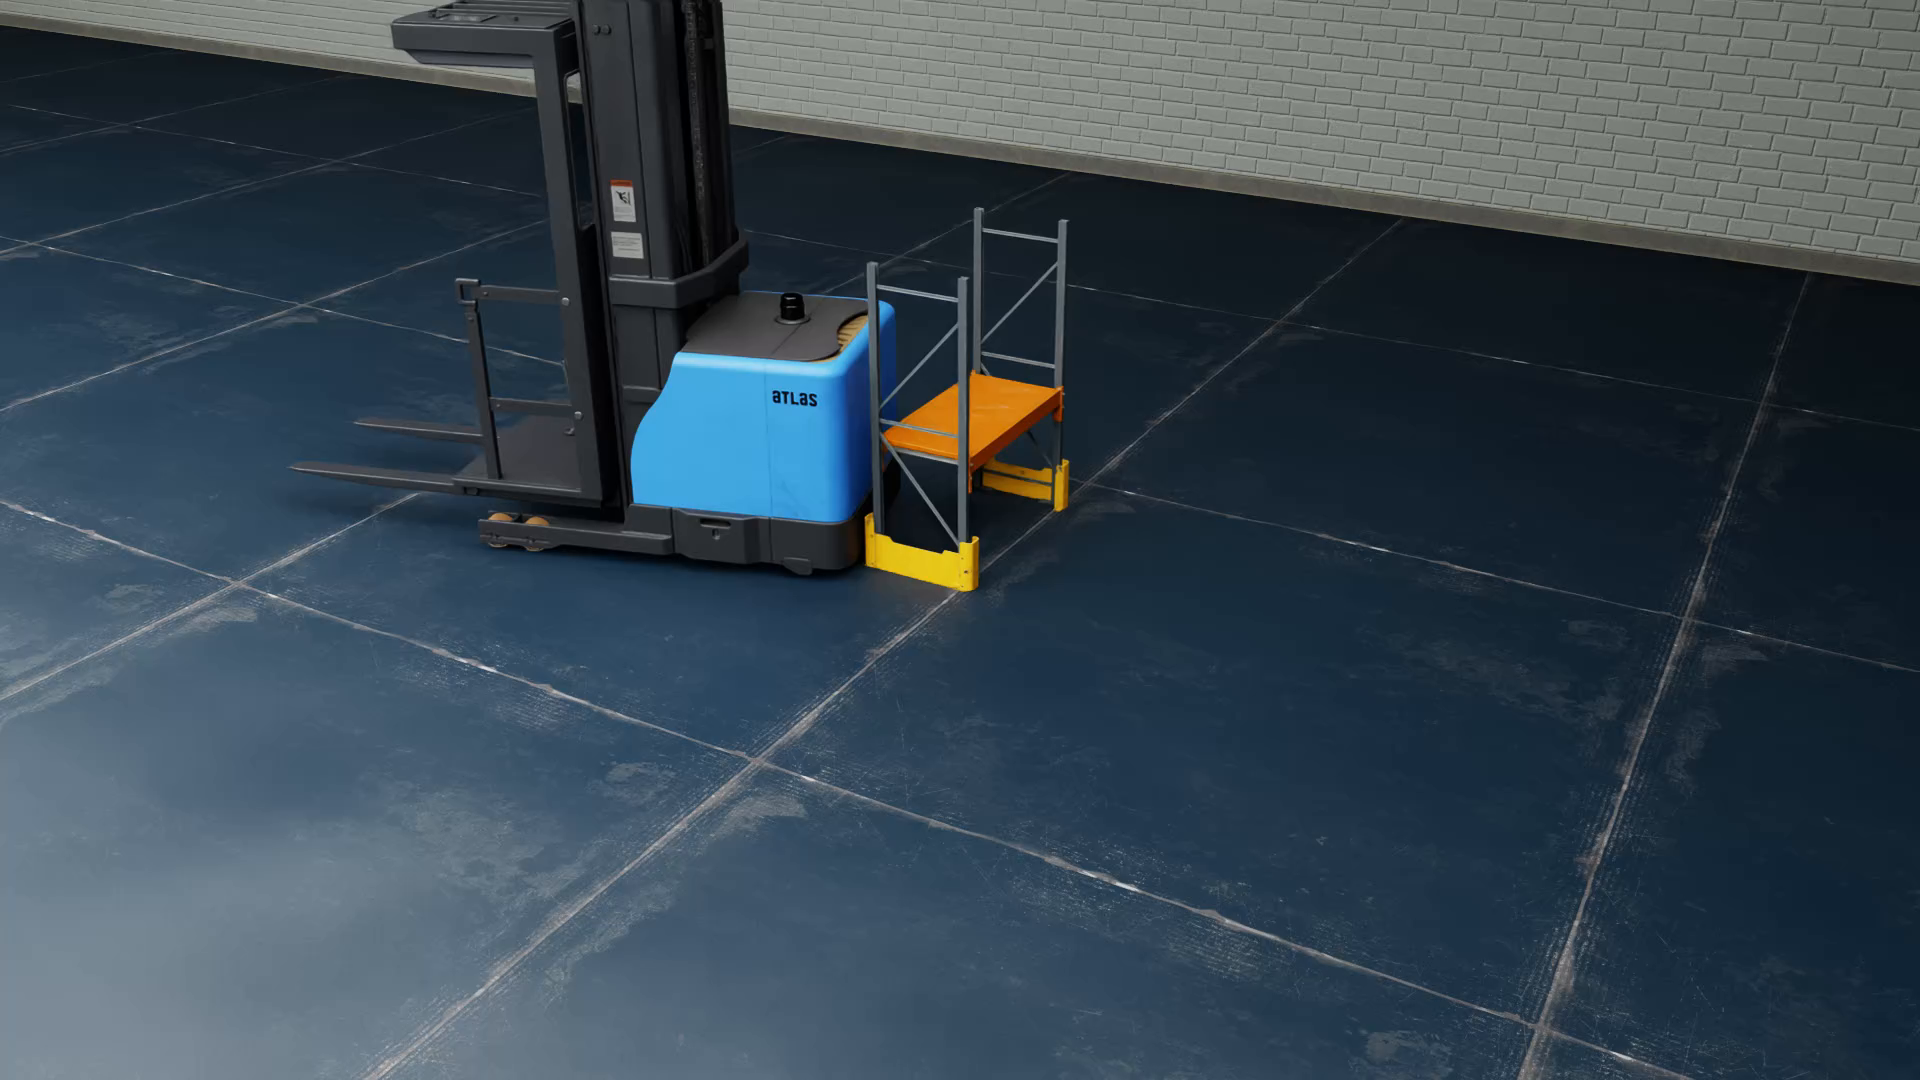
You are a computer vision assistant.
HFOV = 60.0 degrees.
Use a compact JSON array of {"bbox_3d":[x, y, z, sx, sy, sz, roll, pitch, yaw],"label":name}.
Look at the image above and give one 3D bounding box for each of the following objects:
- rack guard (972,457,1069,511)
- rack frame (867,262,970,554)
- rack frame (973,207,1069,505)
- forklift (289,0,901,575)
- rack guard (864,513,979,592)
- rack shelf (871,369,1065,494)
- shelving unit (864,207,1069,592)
[{"bbox_3d":[0.286,-0.338,8.646,0.587,0.250,0.087,13,30,25],"label":"rack guard"},{"bbox_3d":[-0.185,-0.503,7.580,0.500,1.500,0.032,13,30,25],"label":"rack frame"},{"bbox_3d":[0.295,-0.905,8.382,0.500,1.500,0.032,13,30,25],"label":"rack frame"},{"bbox_3d":[-1.878,-1.475,7.923,3.031,2.935,1.130,6,27,11],"label":"forklift"},{"bbox_3d":[-0.184,0.055,7.861,0.587,0.250,0.087,13,30,25],"label":"rack guard"},{"bbox_3d":[0.055,-0.543,8.061,0.538,0.185,1.000,13,30,25],"label":"rack shelf"},{"bbox_3d":[0.051,-0.700,7.974,0.587,1.500,1.083,13,30,25],"label":"shelving unit"}]
